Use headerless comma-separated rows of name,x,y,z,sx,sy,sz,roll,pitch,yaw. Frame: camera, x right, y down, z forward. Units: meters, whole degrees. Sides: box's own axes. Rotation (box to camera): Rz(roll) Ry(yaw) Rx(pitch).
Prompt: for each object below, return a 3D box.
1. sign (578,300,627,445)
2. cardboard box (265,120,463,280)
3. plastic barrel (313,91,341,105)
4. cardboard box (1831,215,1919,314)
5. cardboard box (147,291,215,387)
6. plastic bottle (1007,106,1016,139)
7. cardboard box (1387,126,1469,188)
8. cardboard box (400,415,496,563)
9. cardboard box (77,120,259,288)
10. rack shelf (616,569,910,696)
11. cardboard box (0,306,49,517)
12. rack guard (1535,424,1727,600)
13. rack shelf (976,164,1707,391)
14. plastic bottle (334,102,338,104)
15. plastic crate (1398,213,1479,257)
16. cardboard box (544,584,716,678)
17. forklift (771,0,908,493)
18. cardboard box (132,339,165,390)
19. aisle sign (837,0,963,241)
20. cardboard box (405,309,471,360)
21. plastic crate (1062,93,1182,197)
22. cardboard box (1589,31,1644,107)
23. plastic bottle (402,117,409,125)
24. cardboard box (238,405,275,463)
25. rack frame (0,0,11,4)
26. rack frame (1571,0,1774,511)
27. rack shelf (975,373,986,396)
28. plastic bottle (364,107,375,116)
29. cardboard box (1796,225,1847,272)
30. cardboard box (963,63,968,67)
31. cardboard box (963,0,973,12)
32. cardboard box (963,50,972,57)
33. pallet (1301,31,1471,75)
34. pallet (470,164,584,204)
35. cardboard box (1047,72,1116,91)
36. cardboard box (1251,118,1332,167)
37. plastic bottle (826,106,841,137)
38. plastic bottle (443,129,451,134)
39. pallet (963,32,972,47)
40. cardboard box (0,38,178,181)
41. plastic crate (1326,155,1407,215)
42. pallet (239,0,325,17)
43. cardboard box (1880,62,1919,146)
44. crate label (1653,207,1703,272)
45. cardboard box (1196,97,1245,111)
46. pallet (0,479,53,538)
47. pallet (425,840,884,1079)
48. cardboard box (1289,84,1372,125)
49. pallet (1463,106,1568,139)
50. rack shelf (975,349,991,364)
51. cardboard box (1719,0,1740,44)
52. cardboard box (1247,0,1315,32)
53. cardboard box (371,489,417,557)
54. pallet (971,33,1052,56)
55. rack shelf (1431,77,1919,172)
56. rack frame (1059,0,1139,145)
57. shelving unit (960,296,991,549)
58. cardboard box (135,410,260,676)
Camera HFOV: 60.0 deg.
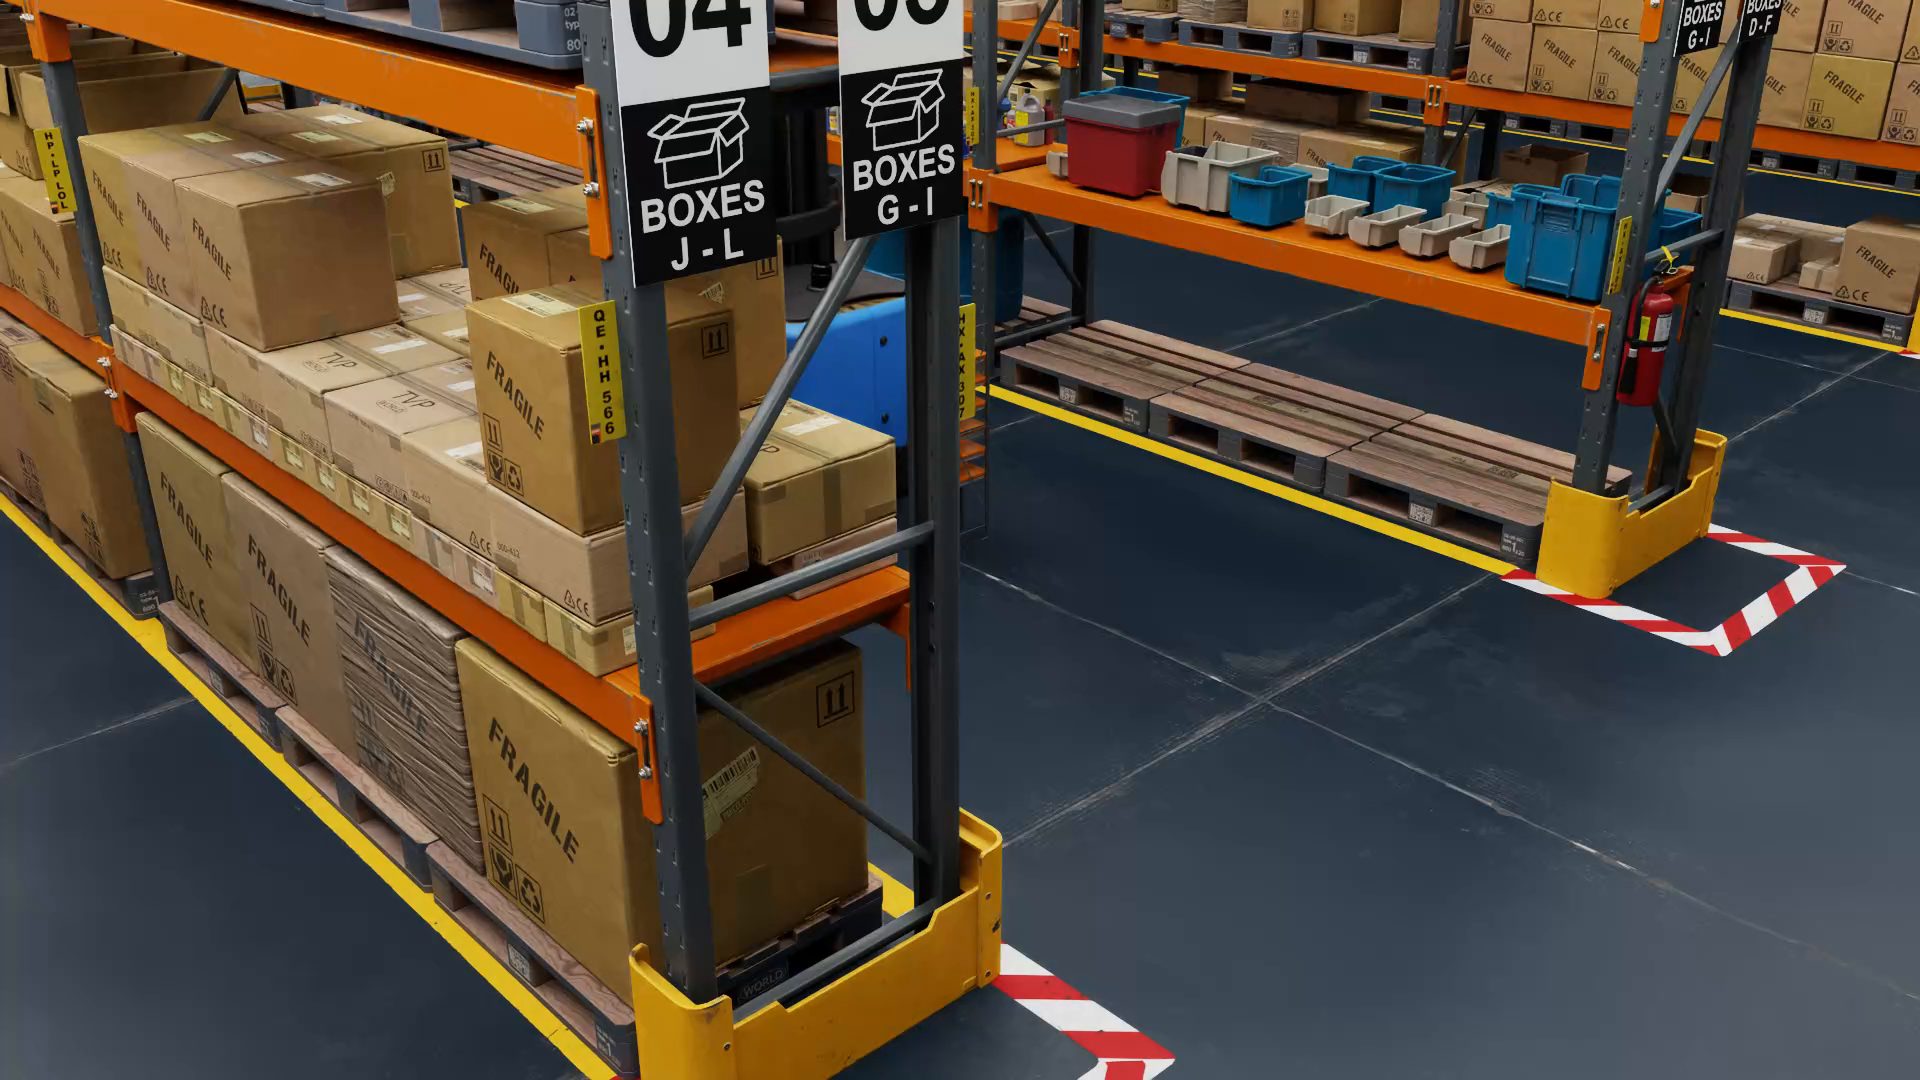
sign,-0.811,-0.380,3.789,0.100,0.325,0.005,-21,32,-38
cardboard box,-2.290,-1.299,6.403,0.500,0.500,0.500,-21,32,-38
plastic barrel,-6.877,-4.878,17.820,0.421,0.512,0.421,0,25,0
cardboard box,6.277,-1.862,11.200,0.500,0.500,0.500,-21,32,-38
cardboard box,-2.673,-0.806,6.225,0.500,0.250,0.500,-21,32,-39
plastic bottle,0.354,-2.724,10.847,0.097,0.201,0.097,0,25,0
cardboard box,3.942,-3.195,14.121,0.500,0.500,0.500,22,33,39
cardboard box,-1.276,-0.188,4.870,0.500,0.250,0.500,-22,32,-39
cardboard box,-2.998,-1.298,6.400,0.500,0.500,0.500,-21,32,-38
rack shelf,-1.772,-0.263,5.844,0.919,0.124,3.809,-21,32,-38
cardboard box,-4.203,-0.791,8.423,0.875,0.875,1.225,22,33,40
rack guard,3.236,-0.160,7.998,1.175,0.500,0.348,-21,32,-38
rack shelf,1.843,-1.579,8.964,1.077,0.370,4.000,-21,32,-38
plastic bottle,-6.273,-4.274,16.761,0.097,0.271,0.097,0,25,0
plastic crate,2.333,-1.496,8.160,0.396,0.136,0.243,-21,32,-38
cardboard box,-0.889,0.204,4.491,0.380,0.149,0.250,-20,32,-38
forklift,-1.475,-1.926,8.940,1.130,2.935,3.031,-22,33,-40
cardboard box,-3.000,-0.730,6.538,0.250,0.149,0.380,23,33,40
aisle sign,-0.137,-1.142,4.006,0.394,0.787,0.004,-21,32,-38
cardboard box,-1.598,-0.650,5.883,0.500,0.250,0.500,-22,32,-39
plastic crate,0.904,-2.227,9.369,0.402,0.464,0.583,-21,32,-38
cardboard box,4.937,-3.424,12.021,0.500,0.500,0.500,-21,32,-39
plastic bottle,-5.751,-4.396,17.023,0.152,0.276,0.135,-21,32,-38
cardboard box,-2.293,-0.417,5.852,0.380,0.149,0.250,-21,32,-38
rack frame,-5.873,-2.319,9.720,1.000,3.000,0.127,-21,32,-38
rack frame,3.210,-1.301,7.487,1.000,3.000,0.127,-21,32,-38
rack shelf,-0.010,-0.728,7.929,0.258,0.103,0.180,-21,32,-38
plastic bottle,-5.773,-4.103,16.291,0.185,0.351,0.144,22,32,39
cardboard box,6.322,-2.051,11.914,0.500,0.250,0.500,-21,32,-38
cardboard box,-0.221,-4.874,17.452,0.500,0.311,0.500,-20,31,-37
cardboard box,0.202,-5.678,16.961,0.500,0.500,0.500,22,32,39
cardboard box,-0.188,-5.186,18.136,0.500,0.311,0.500,-21,32,-39
pallet,3.628,-4.102,13.860,1.003,0.211,1.213,-21,32,-38
pallet,-3.588,-3.071,14.727,1.003,0.211,1.213,-21,32,-38
cardboard box,1.217,-4.566,16.775,0.500,0.311,0.500,-20,31,-37
cardboard box,2.874,-3.352,14.465,0.500,0.500,0.500,-21,32,-38
plastic bottle,-0.795,-2.823,10.974,0.152,0.276,0.367,-21,32,-38
plastic bottle,-5.130,-4.208,16.612,0.152,0.276,0.135,-20,31,-37
pallet,0.088,-7.411,24.240,1.003,0.211,1.213,-21,32,-38
cardboard box,-4.042,-2.012,7.717,0.797,0.503,0.637,-21,32,-38
plastic crate,2.177,-1.910,8.952,0.416,0.233,0.300,-21,32,-38
pallet,-1.758,-1.811,5.099,1.003,0.211,1.213,-21,32,-38
cardboard box,6.324,-2.809,10.672,0.500,0.500,0.500,-20,31,-37
crate label,3.282,-1.420,7.878,0.416,0.233,0.303,-21,32,-38
cardboard box,2.525,-3.818,15.486,0.500,0.500,0.500,22,33,40
pallet,-4.560,-0.421,8.918,1.003,0.211,1.213,-21,32,-38
pallet,-1.009,1.153,5.468,1.003,0.211,1.213,-21,32,-38
cardboard box,3.258,-3.839,14.630,0.500,0.250,0.500,-21,32,-38
pallet,6.288,-4.636,18.159,1.003,0.211,1.213,-21,32,-38
rack shelf,-0.010,-0.837,7.880,0.258,0.103,0.180,-21,32,-38
cardboard box,5.269,-3.726,11.478,0.500,0.500,0.500,-20,31,-37
cardboard box,2.842,-4.671,14.248,0.500,0.500,0.700,15,28,29
cardboard box,-1.588,-0.105,5.168,0.380,0.149,0.250,-22,33,-40
pallet,0.917,-7.041,23.430,1.003,0.211,1.213,-21,32,-38
rack shelf,5.462,-2.983,12.042,1.077,0.370,4.000,-21,32,-38
rack frame,1.361,-5.128,15.878,1.000,3.000,0.127,-21,32,-38
shelving unit,-0.010,-0.550,8.011,0.258,1.200,0.189,-21,32,-38
cardboard box,-2.746,-0.109,6.929,0.875,0.875,0.875,-21,32,-38
